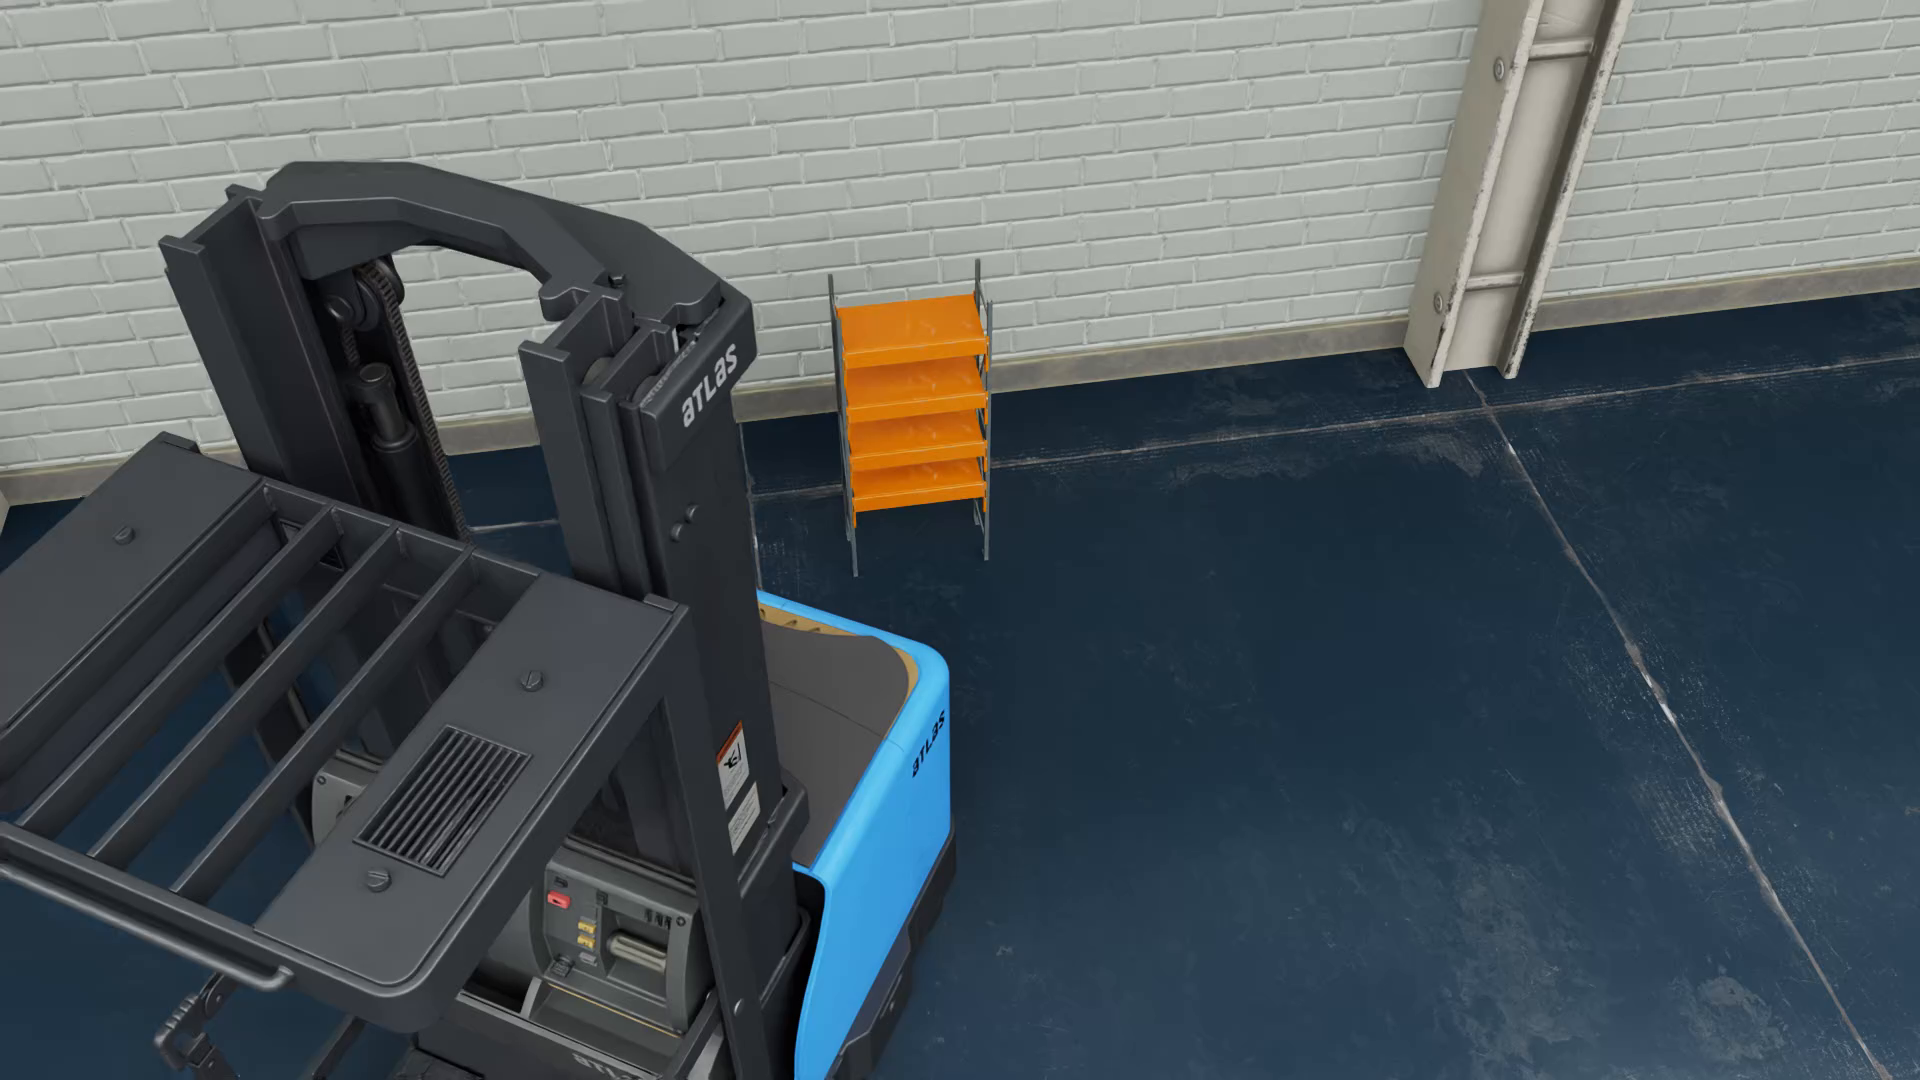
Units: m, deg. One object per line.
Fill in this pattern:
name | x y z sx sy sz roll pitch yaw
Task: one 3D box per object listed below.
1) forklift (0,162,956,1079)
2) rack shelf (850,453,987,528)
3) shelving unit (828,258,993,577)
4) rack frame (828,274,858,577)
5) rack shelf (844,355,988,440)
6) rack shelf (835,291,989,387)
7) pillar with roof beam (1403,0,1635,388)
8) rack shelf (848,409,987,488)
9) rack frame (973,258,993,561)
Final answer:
forklift | -1.055 0.870 3.376 1.130 2.935 3.031 17 48 16
rack shelf | -0.163 -0.212 5.990 0.480 0.148 0.258 -7 46 -7
shelving unit | -0.163 -0.396 5.798 0.503 1.200 0.258 -7 46 -7
rack frame | -0.404 -0.366 5.769 0.015 1.200 0.240 -7 46 -7
rack shelf | -0.163 -0.504 5.686 0.480 0.148 0.258 -7 46 -7
rack shelf | -0.163 -0.669 5.515 0.480 0.148 0.258 -7 46 -7
pillar with roof beam | 2.826 -0.827 0.798 0.400 9.000 9.100 -7 46 -7
rack shelf | -0.163 -0.349 5.847 0.480 0.148 0.258 -7 46 -7
rack frame | 0.077 -0.426 5.827 0.015 1.200 0.240 -7 46 -7
